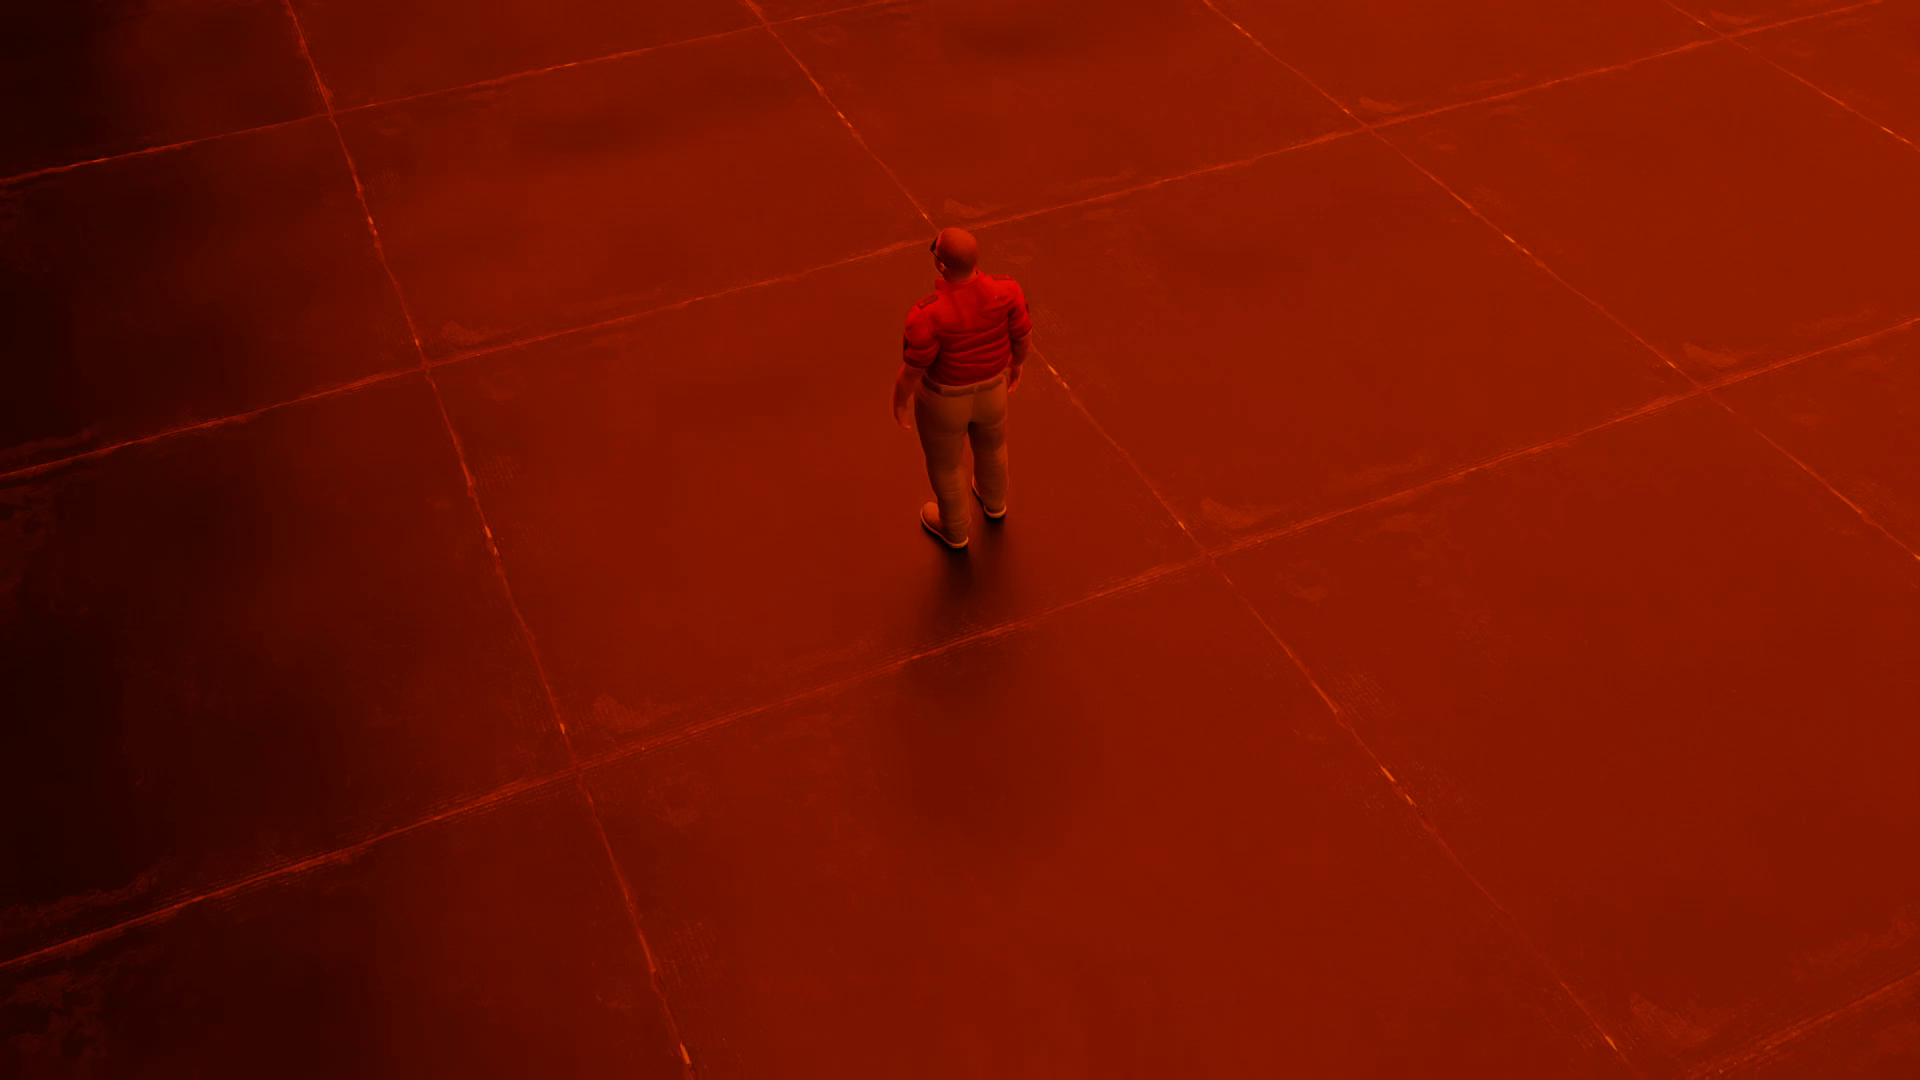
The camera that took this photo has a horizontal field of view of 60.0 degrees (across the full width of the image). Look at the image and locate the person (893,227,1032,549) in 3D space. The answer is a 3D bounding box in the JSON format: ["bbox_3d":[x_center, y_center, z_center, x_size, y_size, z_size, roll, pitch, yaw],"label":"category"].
[{"bbox_3d":[-0.027,-0.697,7.296,0.641,1.727,0.550,-18,46,-18],"label":"person"}]
